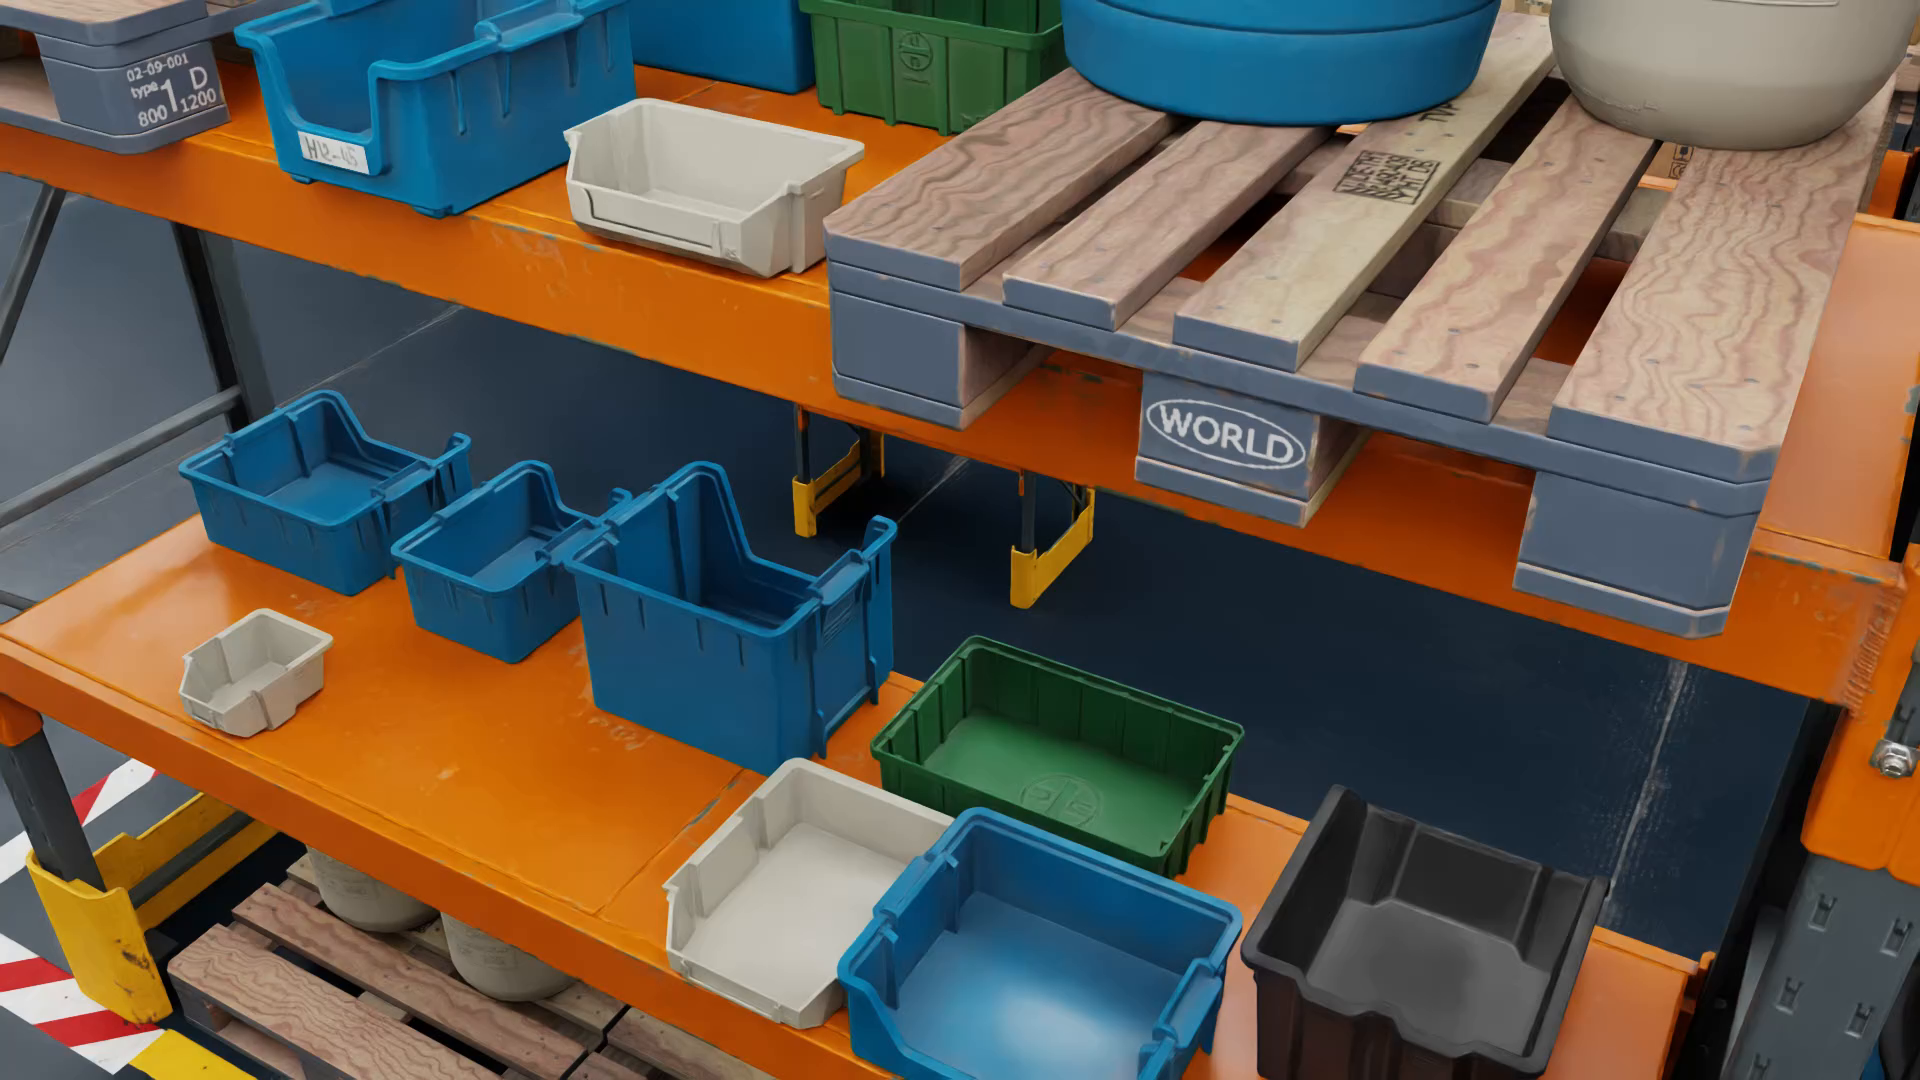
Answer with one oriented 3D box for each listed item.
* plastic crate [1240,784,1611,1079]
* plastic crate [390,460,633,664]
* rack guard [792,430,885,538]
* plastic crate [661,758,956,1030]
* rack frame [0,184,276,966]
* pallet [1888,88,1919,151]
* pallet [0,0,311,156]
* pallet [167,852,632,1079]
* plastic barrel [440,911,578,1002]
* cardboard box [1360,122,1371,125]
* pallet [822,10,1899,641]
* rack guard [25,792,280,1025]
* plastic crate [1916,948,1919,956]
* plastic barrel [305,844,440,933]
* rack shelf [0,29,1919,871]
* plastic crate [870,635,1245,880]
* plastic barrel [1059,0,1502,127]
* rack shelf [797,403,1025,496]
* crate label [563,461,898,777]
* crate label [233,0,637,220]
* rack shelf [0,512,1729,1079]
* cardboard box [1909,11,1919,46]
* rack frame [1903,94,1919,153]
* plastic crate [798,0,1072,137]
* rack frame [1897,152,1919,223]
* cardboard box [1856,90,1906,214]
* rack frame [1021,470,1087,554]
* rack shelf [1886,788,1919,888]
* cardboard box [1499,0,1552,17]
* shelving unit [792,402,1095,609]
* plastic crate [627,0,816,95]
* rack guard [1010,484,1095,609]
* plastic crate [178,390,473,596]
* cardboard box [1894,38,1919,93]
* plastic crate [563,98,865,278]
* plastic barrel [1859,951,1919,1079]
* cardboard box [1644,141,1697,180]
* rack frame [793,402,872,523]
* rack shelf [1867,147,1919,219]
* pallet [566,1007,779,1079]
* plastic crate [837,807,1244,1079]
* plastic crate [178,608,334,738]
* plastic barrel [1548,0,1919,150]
[{"bbox_3d":[0.851,0.728,3.006,0.504,0.338,0.767,18,37,24],"label":"plastic crate"},{"bbox_3d":[-1.086,0.044,4.112,0.408,0.251,0.499,18,37,24],"label":"plastic crate"},{"bbox_3d":[-0.499,-0.262,6.918,0.087,0.250,0.587,18,37,24],"label":"rack guard"},{"bbox_3d":[-0.293,0.692,3.242,0.437,0.136,0.530,18,37,24],"label":"plastic crate"},{"bbox_3d":[-2.230,-0.193,4.333,0.127,3.000,1.000,18,37,24],"label":"rack frame"},{"bbox_3d":[5.557,-2.867,10.865,1.213,0.211,1.003,18,37,24],"label":"pallet"},{"bbox_3d":[-1.561,-1.088,3.142,1.213,0.211,1.003,18,37,24],"label":"pallet"},{"bbox_3d":[-1.438,1.192,4.769,1.213,0.211,1.003,18,37,24],"label":"pallet"},{"bbox_3d":[-1.186,0.950,4.483,0.421,0.512,0.421,0,34,0],"label":"plastic barrel"},{"bbox_3d":[1.975,-2.058,7.044,0.500,0.500,0.700,19,38,26],"label":"cardboard box"},{"bbox_3d":[0.568,-0.414,2.129,1.003,0.211,1.213,18,37,24],"label":"pallet"},{"bbox_3d":[-2.141,0.846,5.029,0.348,0.500,1.175,18,37,24],"label":"rack guard"},{"bbox_3d":[1.815,0.867,2.685,0.583,0.464,0.402,18,37,24],"label":"plastic crate"},{"bbox_3d":[-1.621,0.812,4.690,0.421,0.512,0.421,0,34,0],"label":"plastic barrel"},{"bbox_3d":[-0.494,-0.592,2.875,4.000,0.370,1.077,18,37,24],"label":"rack shelf"},{"bbox_3d":[0.204,0.486,3.504,0.662,0.188,0.450,18,37,24],"label":"plastic crate"},{"bbox_3d":[0.431,-1.050,2.083,0.708,0.901,0.600,18,37,24],"label":"plastic barrel"},{"bbox_3d":[-0.074,-0.498,6.469,1.000,0.185,0.538,18,37,24],"label":"rack shelf"},{"bbox_3d":[-0.498,0.169,3.759,0.616,0.435,0.502,18,37,24],"label":"crate label"},{"bbox_3d":[-0.769,-0.706,2.531,0.408,0.251,0.502,18,37,24],"label":"crate label"},{"bbox_3d":[-0.494,0.657,3.707,4.000,0.370,1.077,18,37,24],"label":"rack shelf"},{"bbox_3d":[3.315,-2.176,6.051,0.500,0.500,0.700,18,38,25],"label":"cardboard box"},{"bbox_3d":[6.158,-3.860,9.841,0.127,3.000,1.000,18,37,24],"label":"rack frame"},{"bbox_3d":[0.008,-0.818,2.757,0.450,0.188,0.336,18,37,24],"label":"plastic crate"},{"bbox_3d":[3.703,-1.475,6.259,0.127,3.000,1.000,18,37,24],"label":"rack frame"},{"bbox_3d":[3.315,-1.636,6.410,0.500,0.500,0.700,17,37,23],"label":"cardboard box"},{"bbox_3d":[0.367,-0.508,6.160,0.032,1.500,0.500,18,37,24],"label":"rack frame"},{"bbox_3d":[2.979,0.508,1.223,4.000,0.370,1.077,18,37,24],"label":"rack shelf"},{"bbox_3d":[2.259,-2.109,6.535,0.250,0.149,0.380,19,38,26],"label":"cardboard box"},{"bbox_3d":[-0.066,-0.645,6.366,1.083,1.500,0.587,18,37,24],"label":"shelving unit"},{"bbox_3d":[-0.425,-1.055,2.936,0.575,0.384,0.392,18,37,24],"label":"plastic crate"},{"bbox_3d":[0.366,0.012,6.507,0.087,0.250,0.587,18,37,24],"label":"rack guard"},{"bbox_3d":[-1.647,-0.137,4.384,0.616,0.251,0.499,18,37,24],"label":"plastic crate"},{"bbox_3d":[3.361,-1.759,6.009,0.250,0.149,0.380,18,37,24],"label":"cardboard box"},{"bbox_3d":[-0.352,-0.478,2.294,0.396,0.136,0.243,18,37,24],"label":"plastic crate"},{"bbox_3d":[1.428,0.951,2.164,0.708,0.901,0.600,18,37,24],"label":"plastic barrel"},{"bbox_3d":[2.854,-1.778,6.623,0.500,0.500,0.700,17,37,24],"label":"cardboard box"},{"bbox_3d":[-0.515,-0.788,6.579,0.032,1.500,0.500,18,37,24],"label":"rack frame"},{"bbox_3d":[1.967,-1.726,7.285,4.000,0.370,1.077,18,37,24],"label":"rack shelf"},{"bbox_3d":[-0.383,1.528,4.265,1.213,0.211,1.003,18,37,24],"label":"pallet"},{"bbox_3d":[0.147,0.796,2.983,0.616,0.251,0.499,18,37,24],"label":"plastic crate"},{"bbox_3d":[-1.613,0.318,3.804,0.250,0.136,0.298,18,37,24],"label":"plastic crate"},{"bbox_3d":[0.966,-0.775,2.022,0.421,0.512,0.421,0,34,0],"label":"plastic barrel"}]
